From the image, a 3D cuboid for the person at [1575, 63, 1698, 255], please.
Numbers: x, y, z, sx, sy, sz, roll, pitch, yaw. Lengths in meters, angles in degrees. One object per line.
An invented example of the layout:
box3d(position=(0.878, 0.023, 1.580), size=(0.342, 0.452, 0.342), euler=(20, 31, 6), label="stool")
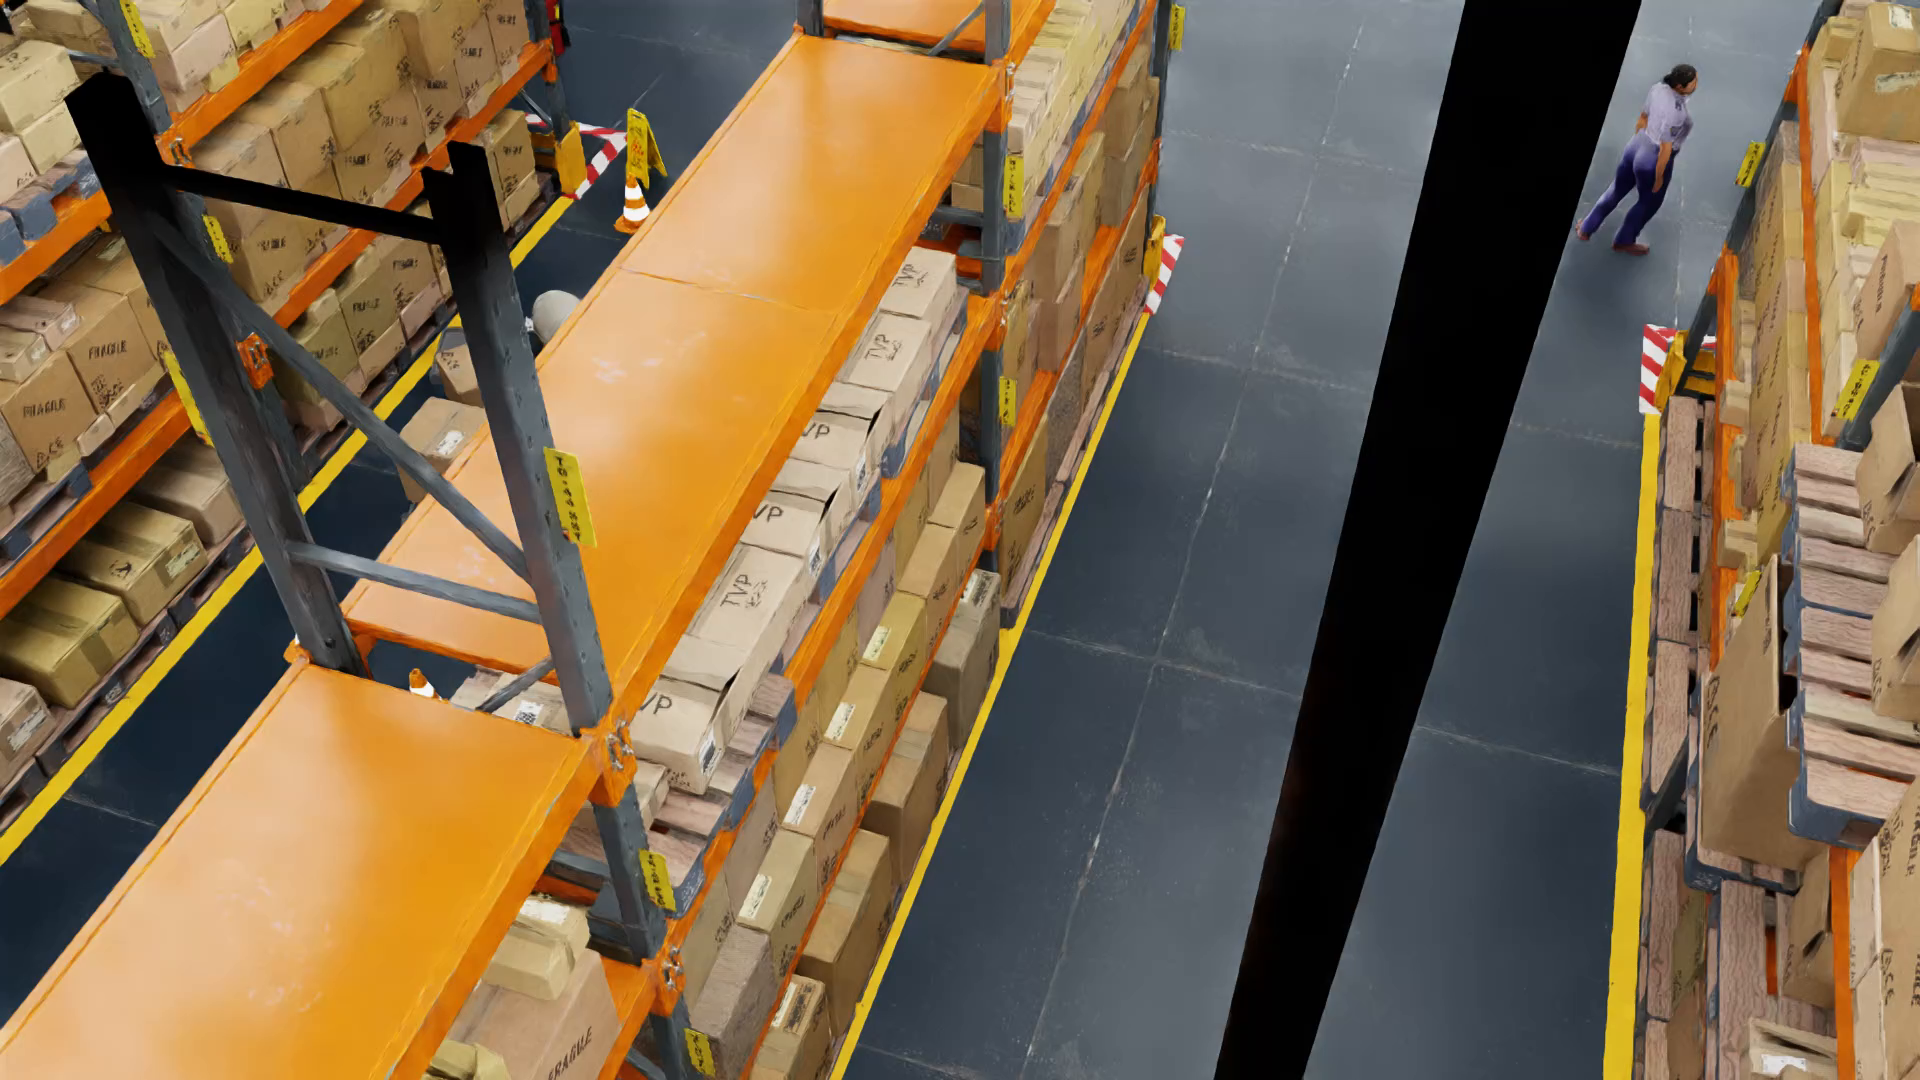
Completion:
box3d(position=(5.285, -2.964, 12.919), size=(0.520, 1.611, 0.594), euler=(-6, 46, -6), label="person")
